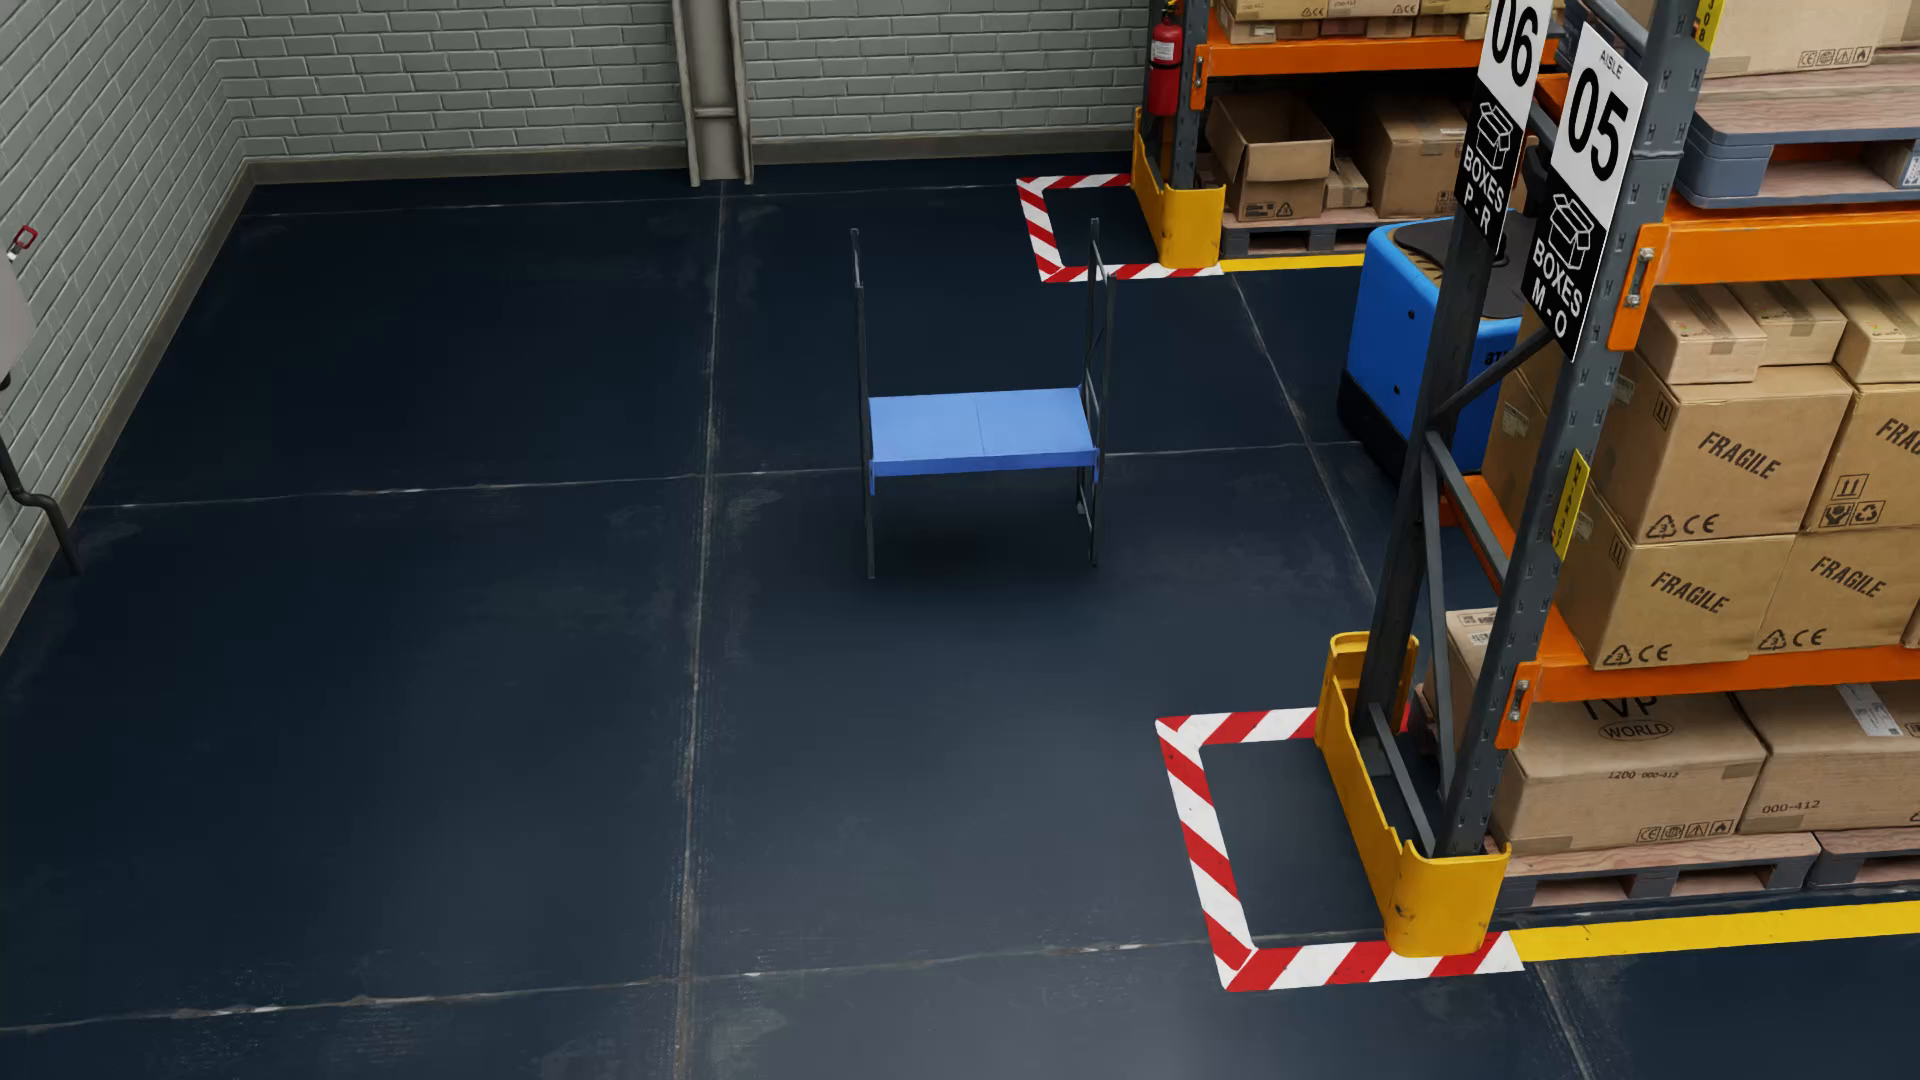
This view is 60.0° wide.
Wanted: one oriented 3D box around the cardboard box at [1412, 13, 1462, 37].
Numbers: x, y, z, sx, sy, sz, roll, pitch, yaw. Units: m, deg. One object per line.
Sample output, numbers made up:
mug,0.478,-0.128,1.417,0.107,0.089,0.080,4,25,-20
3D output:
cardboard box,2.612,-2.953,9.274,0.250,0.149,0.380,-3,38,-3

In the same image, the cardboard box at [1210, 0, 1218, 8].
cardboard box,1.537,-3.216,9.607,0.250,0.149,0.380,-4,38,-4

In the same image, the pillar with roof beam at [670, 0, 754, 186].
pillar with roof beam,-1.153,-3.238,4.589,0.400,9.000,9.100,-3,38,-4

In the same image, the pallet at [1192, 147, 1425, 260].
pallet,2.101,-2.084,10.221,1.213,0.211,1.003,-3,38,-4

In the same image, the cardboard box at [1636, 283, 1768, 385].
cardboard box,2.052,-0.603,4.682,0.250,0.149,0.380,-2,38,-3

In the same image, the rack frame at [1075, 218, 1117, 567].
rack frame,0.591,-0.621,7.327,0.032,1.500,0.500,-3,38,-4

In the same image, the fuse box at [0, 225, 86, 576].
fuse box,-3.981,-0.543,7.056,0.414,1.711,0.539,-3,38,-4

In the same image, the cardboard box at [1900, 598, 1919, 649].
cardboard box,3.187,-0.018,5.271,0.500,0.500,0.500,-3,38,-4

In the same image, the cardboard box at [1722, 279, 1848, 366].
cardboard box,2.307,-0.662,4.755,0.250,0.149,0.380,-2,38,-3

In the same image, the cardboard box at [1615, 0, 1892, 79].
cardboard box,2.114,-1.471,4.473,0.500,0.250,0.500,-6,39,-8

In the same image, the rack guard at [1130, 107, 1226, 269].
rack guard,1.306,-2.153,10.076,0.348,0.500,1.175,-3,38,-4

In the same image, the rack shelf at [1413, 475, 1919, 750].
rack shelf,3.666,0.104,5.777,4.000,0.370,1.077,-3,38,-4

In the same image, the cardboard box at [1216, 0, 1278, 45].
cardboard box,1.583,-2.881,9.182,0.250,0.149,0.380,-3,38,-4

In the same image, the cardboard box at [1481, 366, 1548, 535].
cardboard box,2.131,-0.297,5.624,0.500,0.500,0.500,-3,38,-4

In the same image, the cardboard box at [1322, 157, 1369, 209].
cardboard box,2.275,-2.151,10.017,0.250,0.149,0.380,-5,39,-6

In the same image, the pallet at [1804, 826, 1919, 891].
pallet,3.676,0.869,6.478,1.213,0.211,1.003,-3,38,-4

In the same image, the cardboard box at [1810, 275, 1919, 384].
cardboard box,2.576,-0.605,4.684,0.250,0.149,0.380,-2,38,-3

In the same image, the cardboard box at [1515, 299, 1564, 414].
cardboard box,2.133,-0.673,5.294,0.500,0.500,0.500,-2,38,-2

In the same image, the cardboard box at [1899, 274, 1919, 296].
cardboard box,2.837,-0.631,4.716,0.250,0.149,0.380,-4,38,-5

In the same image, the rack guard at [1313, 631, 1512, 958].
rack guard,1.650,0.914,6.188,0.348,0.500,1.175,-3,38,-4

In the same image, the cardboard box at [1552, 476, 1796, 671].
cardboard box,2.178,0.043,5.193,0.500,0.500,0.500,-3,38,-4

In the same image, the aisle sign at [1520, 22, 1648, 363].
aisle sign,1.628,-0.906,4.378,0.004,0.787,0.394,-3,38,-4

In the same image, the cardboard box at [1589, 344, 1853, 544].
cardboard box,2.177,-0.351,4.885,0.500,0.500,0.500,-4,38,-5

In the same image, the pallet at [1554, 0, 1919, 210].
pallet,2.412,-1.258,4.573,1.213,0.211,1.003,-3,38,-4

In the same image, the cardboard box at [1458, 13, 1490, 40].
cardboard box,2.870,-2.921,9.233,0.250,0.149,0.380,-4,38,-5

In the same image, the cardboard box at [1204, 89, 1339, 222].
cardboard box,1.848,-2.291,9.908,0.637,0.503,0.797,-5,39,-6

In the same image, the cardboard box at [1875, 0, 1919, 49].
cardboard box,2.525,-1.504,4.596,0.250,0.149,0.380,-6,39,-7

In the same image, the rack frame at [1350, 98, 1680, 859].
rack frame,1.674,-0.068,5.415,0.127,3.000,1.000,-3,38,-4

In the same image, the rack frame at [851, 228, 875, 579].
rack frame,-0.421,-0.566,7.256,0.032,1.500,0.500,-3,38,-4

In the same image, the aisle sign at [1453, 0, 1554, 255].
aisle sign,1.575,-1.276,4.847,0.004,0.787,0.394,-3,38,-4

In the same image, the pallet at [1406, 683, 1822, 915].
pallet,2.464,0.934,6.396,1.213,0.211,1.003,-3,38,-4

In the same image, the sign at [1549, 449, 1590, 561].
sign,1.717,-0.096,4.688,0.005,0.325,0.100,-3,38,-4

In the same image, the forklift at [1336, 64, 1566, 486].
forklift,3.497,-1.754,7.607,3.031,2.935,1.130,-10,39,-12

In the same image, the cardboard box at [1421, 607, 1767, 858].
cardboard box,2.323,0.675,6.203,0.875,0.438,0.875,-4,38,-6

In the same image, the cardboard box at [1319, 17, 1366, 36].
cardboard box,2.090,-2.959,9.282,0.250,0.149,0.380,-4,38,-5

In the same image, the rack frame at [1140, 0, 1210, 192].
rack frame,1.231,-3.131,9.296,0.127,3.000,1.000,-3,38,-4

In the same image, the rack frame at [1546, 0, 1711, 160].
rack frame,1.674,-2.423,3.557,0.127,3.000,1.000,-3,38,-4

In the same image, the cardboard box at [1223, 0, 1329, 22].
cardboard box,1.707,-3.047,9.071,0.500,0.250,0.500,-3,38,-4

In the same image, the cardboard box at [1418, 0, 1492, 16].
cardboard box,2.713,-3.105,9.144,0.500,0.250,0.500,-4,38,-5

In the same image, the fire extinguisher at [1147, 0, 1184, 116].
fire extinguisher,1.125,-2.661,9.064,0.183,0.674,0.296,-3,38,-4

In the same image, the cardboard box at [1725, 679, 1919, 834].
cardboard box,3.234,0.619,6.273,0.875,0.438,0.875,-2,38,-3

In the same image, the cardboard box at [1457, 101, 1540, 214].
cardboard box,3.239,-2.279,9.896,0.500,0.500,0.500,-2,38,-3

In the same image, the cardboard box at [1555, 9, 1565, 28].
cardboard box,3.381,-3.004,9.339,0.250,0.149,0.380,-3,38,-4

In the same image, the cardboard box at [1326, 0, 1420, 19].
cardboard box,2.209,-3.075,9.107,0.500,0.250,0.500,-3,38,-3

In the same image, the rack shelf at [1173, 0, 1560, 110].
rack shelf,3.223,-2.958,9.658,4.000,0.370,1.077,-3,38,-4

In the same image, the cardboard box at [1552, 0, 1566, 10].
cardboard box,3.221,-3.146,9.197,0.500,0.250,0.500,-4,38,-5

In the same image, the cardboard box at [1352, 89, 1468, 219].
cardboard box,2.703,-2.312,9.938,0.500,0.500,0.700,-2,38,-2

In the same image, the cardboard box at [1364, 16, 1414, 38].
cardboard box,2.348,-2.935,9.251,0.250,0.149,0.380,-2,38,-3

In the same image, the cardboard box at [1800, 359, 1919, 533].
cardboard box,2.692,-0.383,4.926,0.500,0.500,0.500,-4,38,-5

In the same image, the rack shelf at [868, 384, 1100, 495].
rack shelf,0.085,-0.452,7.403,1.000,0.185,0.538,-3,38,-4

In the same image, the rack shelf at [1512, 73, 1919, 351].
rack shelf,3.666,-1.073,4.848,4.000,0.370,1.077,-3,38,-4

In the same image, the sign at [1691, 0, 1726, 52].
sign,1.717,-1.277,3.756,0.005,0.325,0.100,-3,38,-4

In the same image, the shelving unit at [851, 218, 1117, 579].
shelving unit,0.085,-0.593,7.291,1.048,1.500,0.538,-3,38,-4

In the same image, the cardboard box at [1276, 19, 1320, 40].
cardboard box,1.832,-2.923,9.236,0.250,0.149,0.380,-2,38,-3

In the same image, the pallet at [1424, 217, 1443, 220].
pallet,3.313,-2.149,10.304,1.213,0.211,1.003,-3,38,-4

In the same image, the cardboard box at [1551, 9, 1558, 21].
cardboard box,3.131,-2.948,9.267,0.250,0.149,0.380,-2,38,-3

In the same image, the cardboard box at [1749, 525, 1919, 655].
cardboard box,2.679,-0.002,5.250,0.500,0.500,0.500,-4,38,-5
